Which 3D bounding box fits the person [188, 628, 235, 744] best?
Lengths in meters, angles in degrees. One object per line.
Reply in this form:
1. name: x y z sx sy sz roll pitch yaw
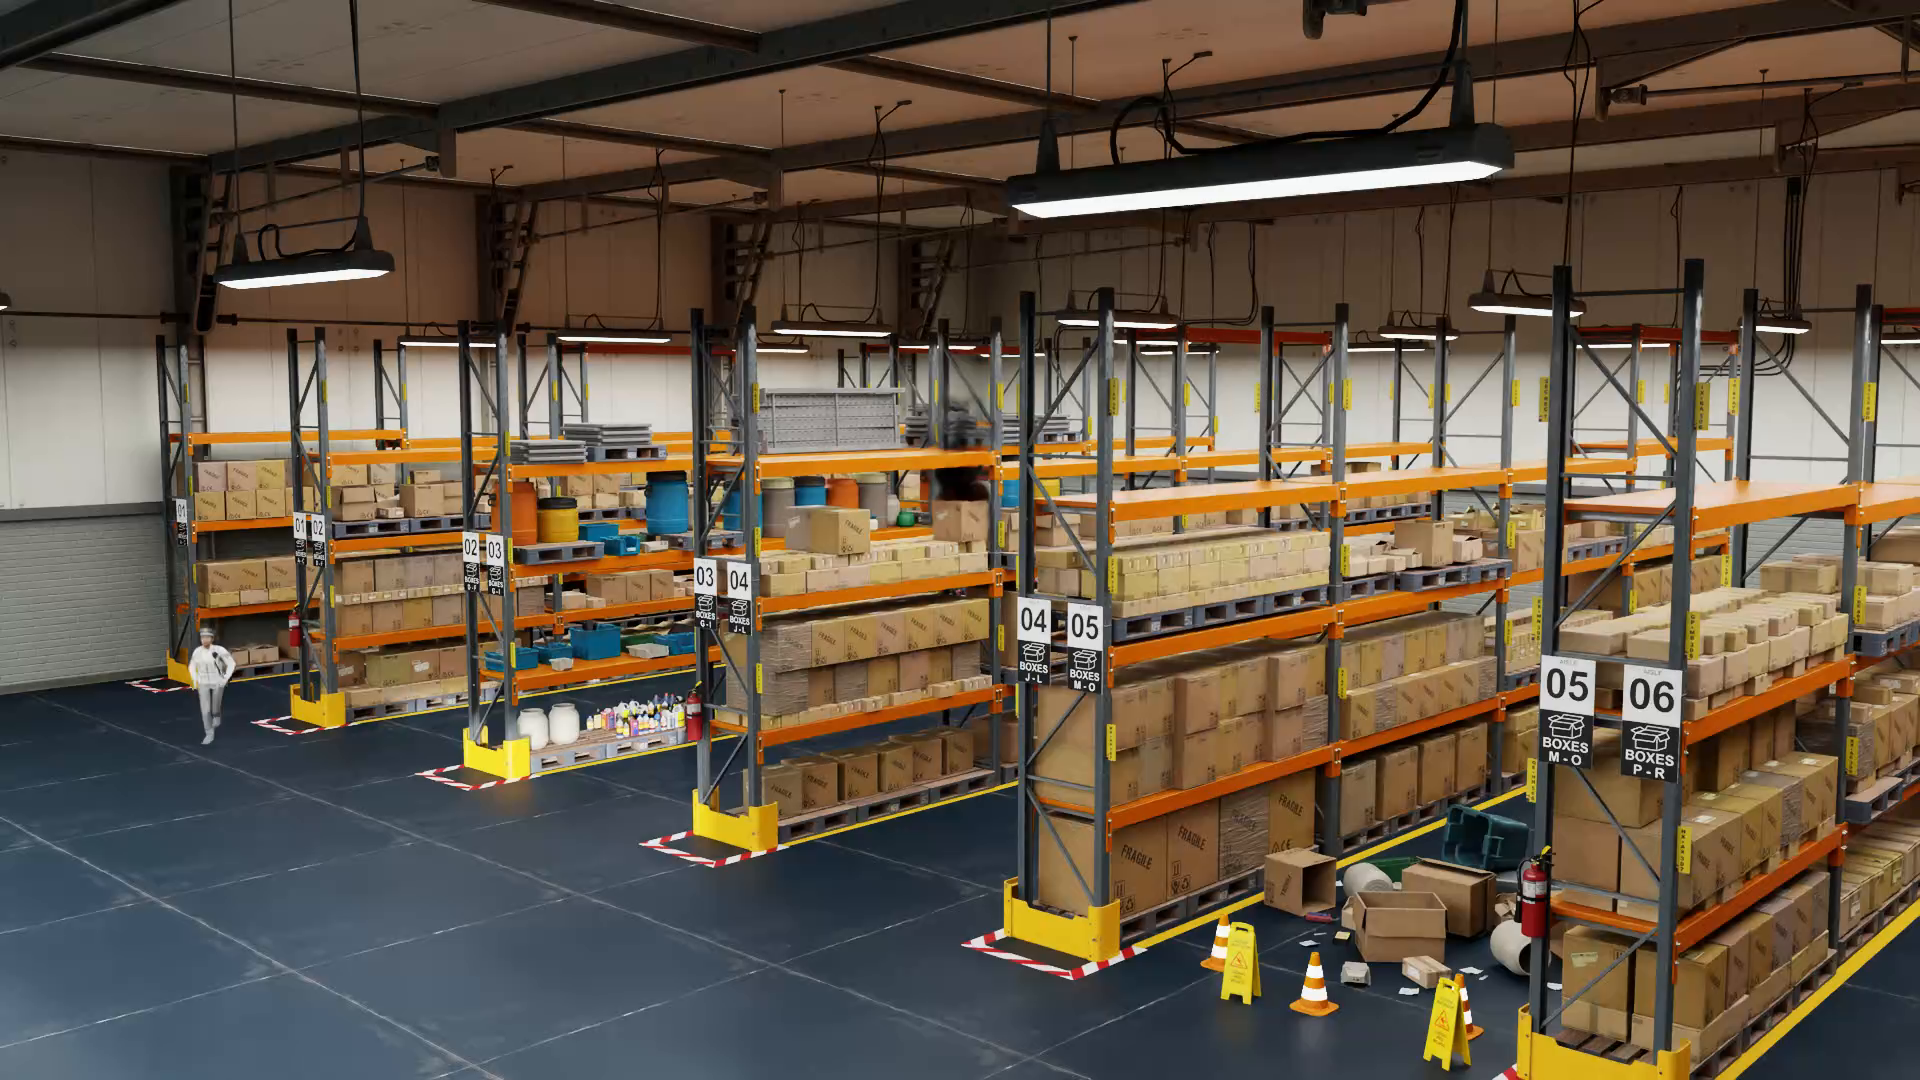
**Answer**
1. person: -10.832 2.085 24.110 0.637 1.685 0.585 -1 5 -11
